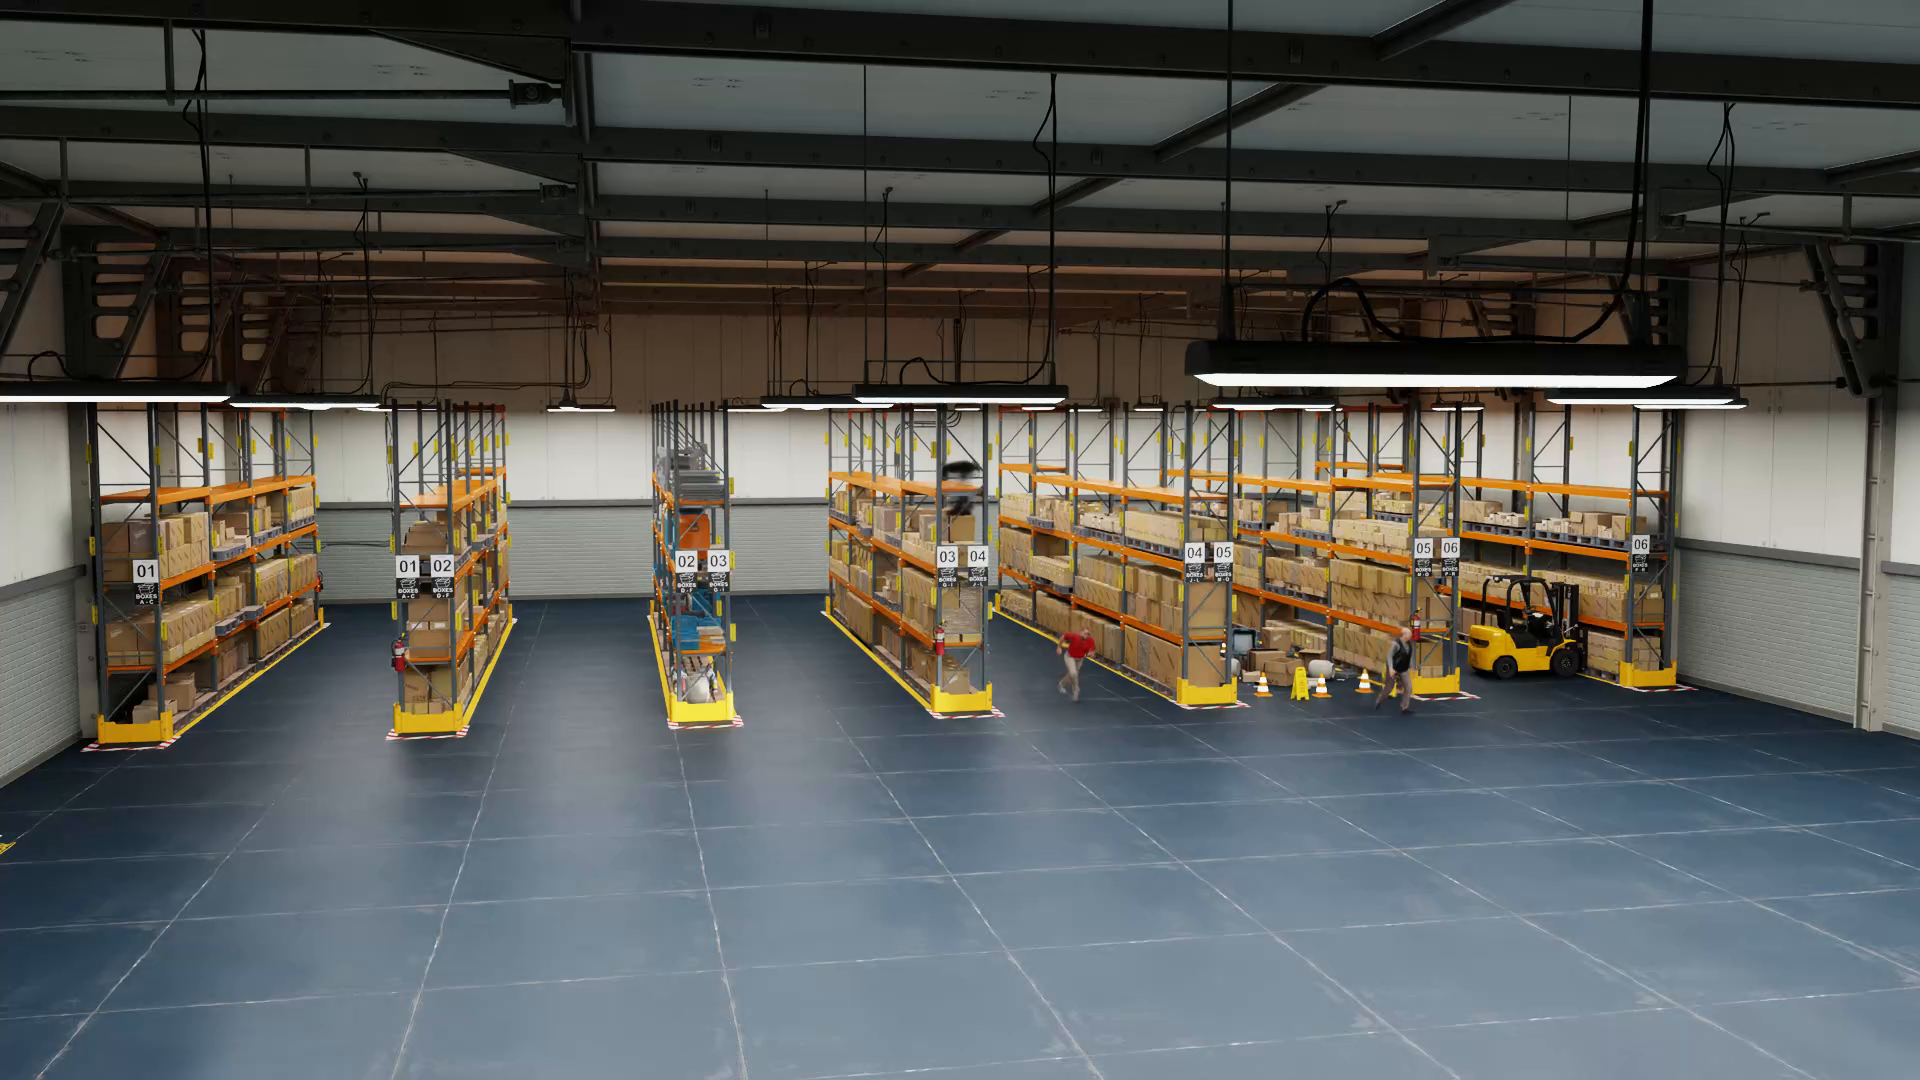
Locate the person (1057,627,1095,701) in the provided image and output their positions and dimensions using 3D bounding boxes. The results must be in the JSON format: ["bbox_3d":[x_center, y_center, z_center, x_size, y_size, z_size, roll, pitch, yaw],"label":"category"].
[{"bbox_3d":[2.323,2.466,33.612,0.656,1.534,1.175,-2,5,-22],"label":"person"}]

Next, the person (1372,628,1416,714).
[{"bbox_3d":[8.368,2.498,31.940,0.715,1.667,0.856,-3,5,-32],"label":"person"}]

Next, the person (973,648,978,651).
[{"bbox_3d":[0.249,1.829,40.752,0.743,1.716,1.046,-2,5,-23],"label":"person"}]
